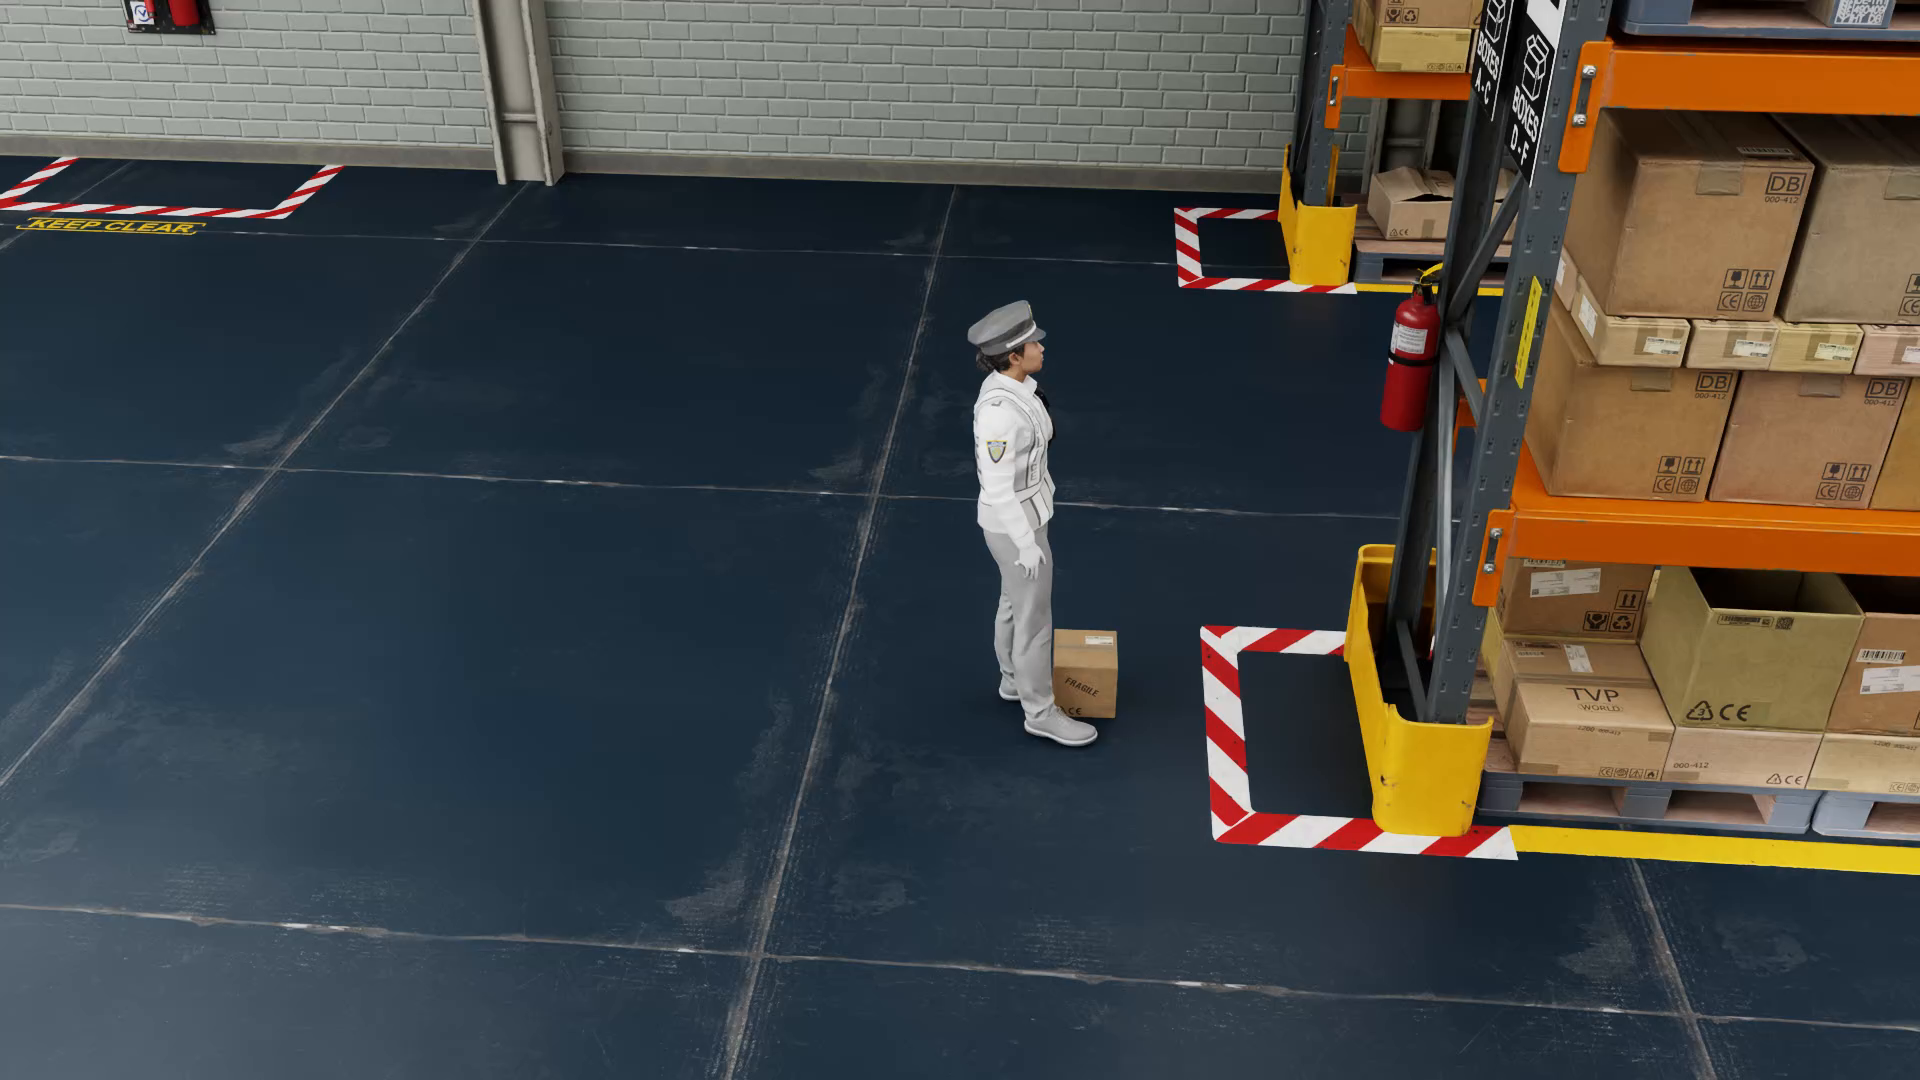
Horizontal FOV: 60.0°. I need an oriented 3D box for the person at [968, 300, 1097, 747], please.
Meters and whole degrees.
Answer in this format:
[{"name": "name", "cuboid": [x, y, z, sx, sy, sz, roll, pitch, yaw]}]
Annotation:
[{"name": "person", "cuboid": [0.288, -0.081, 6.217, 0.529, 1.694, 0.587, 3, 32, 4]}]
